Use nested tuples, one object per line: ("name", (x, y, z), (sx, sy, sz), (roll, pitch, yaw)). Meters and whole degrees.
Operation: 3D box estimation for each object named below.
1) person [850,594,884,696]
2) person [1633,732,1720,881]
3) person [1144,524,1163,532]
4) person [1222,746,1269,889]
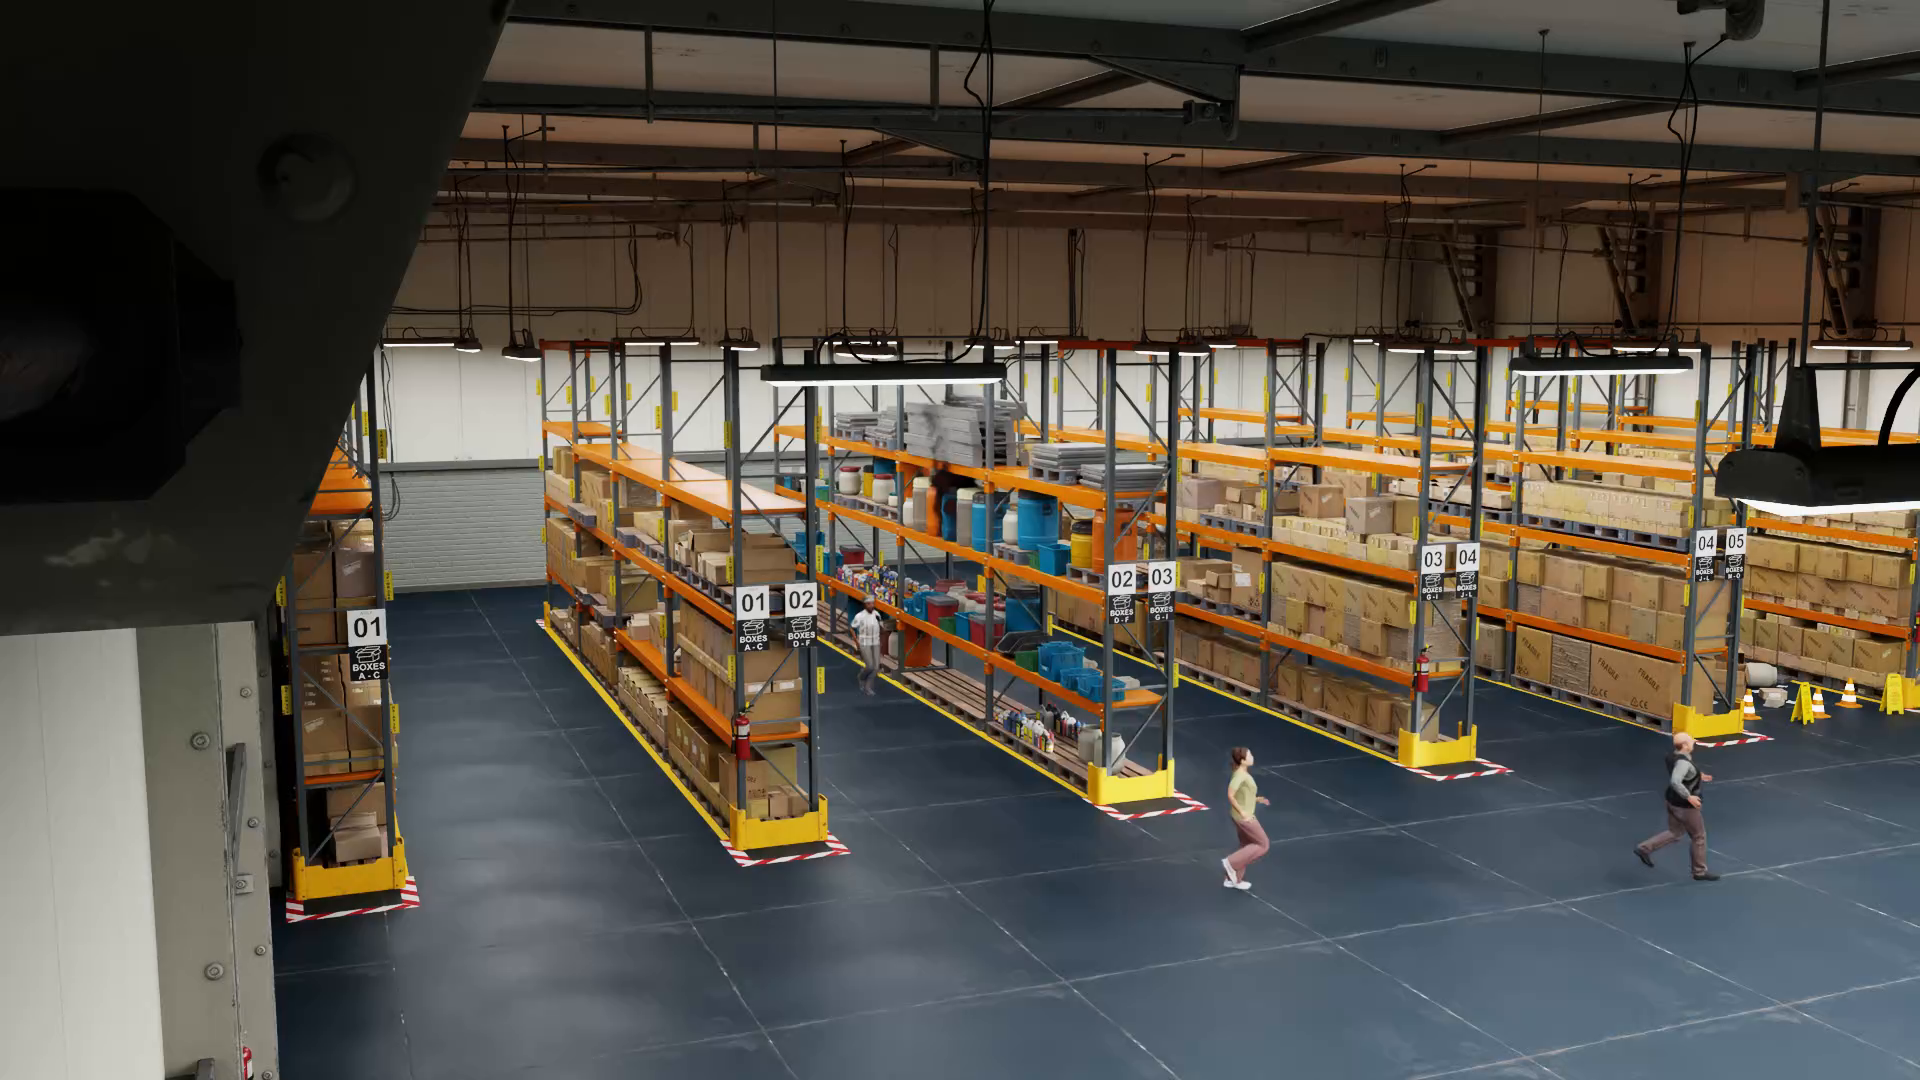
("person", (-1.461, 1.709, 27.059), (0.575, 1.668, 0.505), (-4, 8, -28))
("person", (8.209, 3.024, 18.930), (0.930, 1.699, 0.666), (1, 7, 5))
("person", (4.786, 0.134, 41.295), (0.582, 1.688, 0.757), (-5, 9, -34))
("person", (3.206, 3.114, 18.642), (0.537, 1.623, 0.573), (0, 7, 2))
